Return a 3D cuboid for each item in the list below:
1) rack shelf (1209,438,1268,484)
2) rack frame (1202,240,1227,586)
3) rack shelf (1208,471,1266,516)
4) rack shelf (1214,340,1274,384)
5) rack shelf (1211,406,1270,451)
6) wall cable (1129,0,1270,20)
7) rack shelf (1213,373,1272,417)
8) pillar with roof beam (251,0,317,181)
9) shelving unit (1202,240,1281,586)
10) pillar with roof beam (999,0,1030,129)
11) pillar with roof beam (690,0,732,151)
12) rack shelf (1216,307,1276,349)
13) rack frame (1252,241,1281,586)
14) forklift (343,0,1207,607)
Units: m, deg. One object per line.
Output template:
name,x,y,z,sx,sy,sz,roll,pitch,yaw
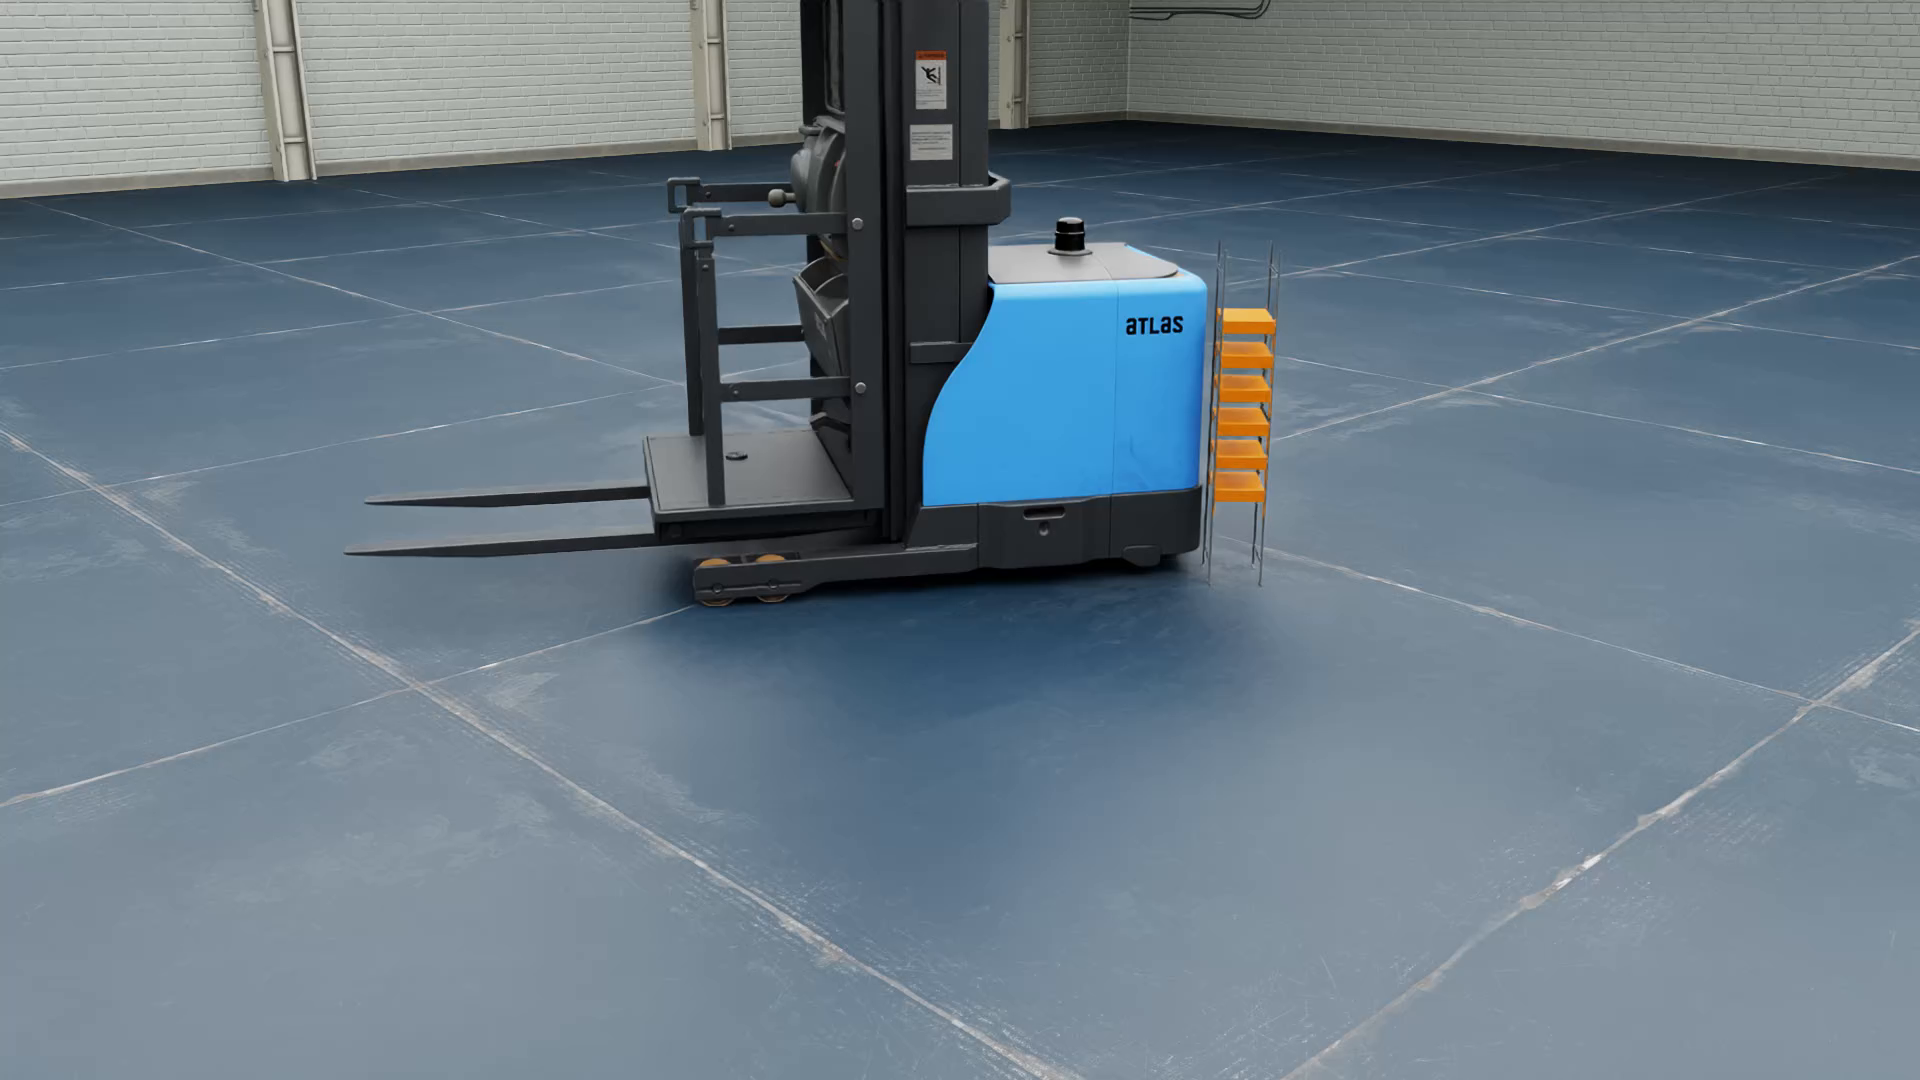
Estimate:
rack shelf,0.993,-0.286,5.954,0.180,0.103,0.258,1,18,3
rack frame,0.902,-0.444,5.907,0.006,1.200,0.240,1,18,3
rack shelf,0.993,-0.172,5.991,0.180,0.103,0.258,1,18,3
rack shelf,0.994,-0.628,5.843,0.180,0.103,0.258,1,18,3
rack shelf,0.994,-0.400,5.917,0.180,0.103,0.258,1,18,3
wall cable,3.935,-9.927,27.547,0.112,2.526,3.097,-16,24,-41
rack shelf,0.994,-0.514,5.880,0.180,0.103,0.258,1,18,3
pillar with roof beam,-4.876,-7.569,15.238,0.400,9.000,9.100,-16,24,-41
shelving unit,0.994,-0.442,5.903,0.189,1.200,0.258,1,18,3
pillar with roof beam,3.844,-10.112,23.081,0.400,9.000,9.100,-16,24,-41
pillar with roof beam,-0.516,-8.840,19.160,0.400,9.000,9.100,-16,24,-41
rack shelf,0.994,-0.743,5.806,0.180,0.103,0.258,1,18,3
rack frame,1.085,-0.441,5.899,0.006,1.200,0.240,1,18,3
forklift,-0.681,-1.340,5.864,3.031,2.935,1.130,-4,18,-12
